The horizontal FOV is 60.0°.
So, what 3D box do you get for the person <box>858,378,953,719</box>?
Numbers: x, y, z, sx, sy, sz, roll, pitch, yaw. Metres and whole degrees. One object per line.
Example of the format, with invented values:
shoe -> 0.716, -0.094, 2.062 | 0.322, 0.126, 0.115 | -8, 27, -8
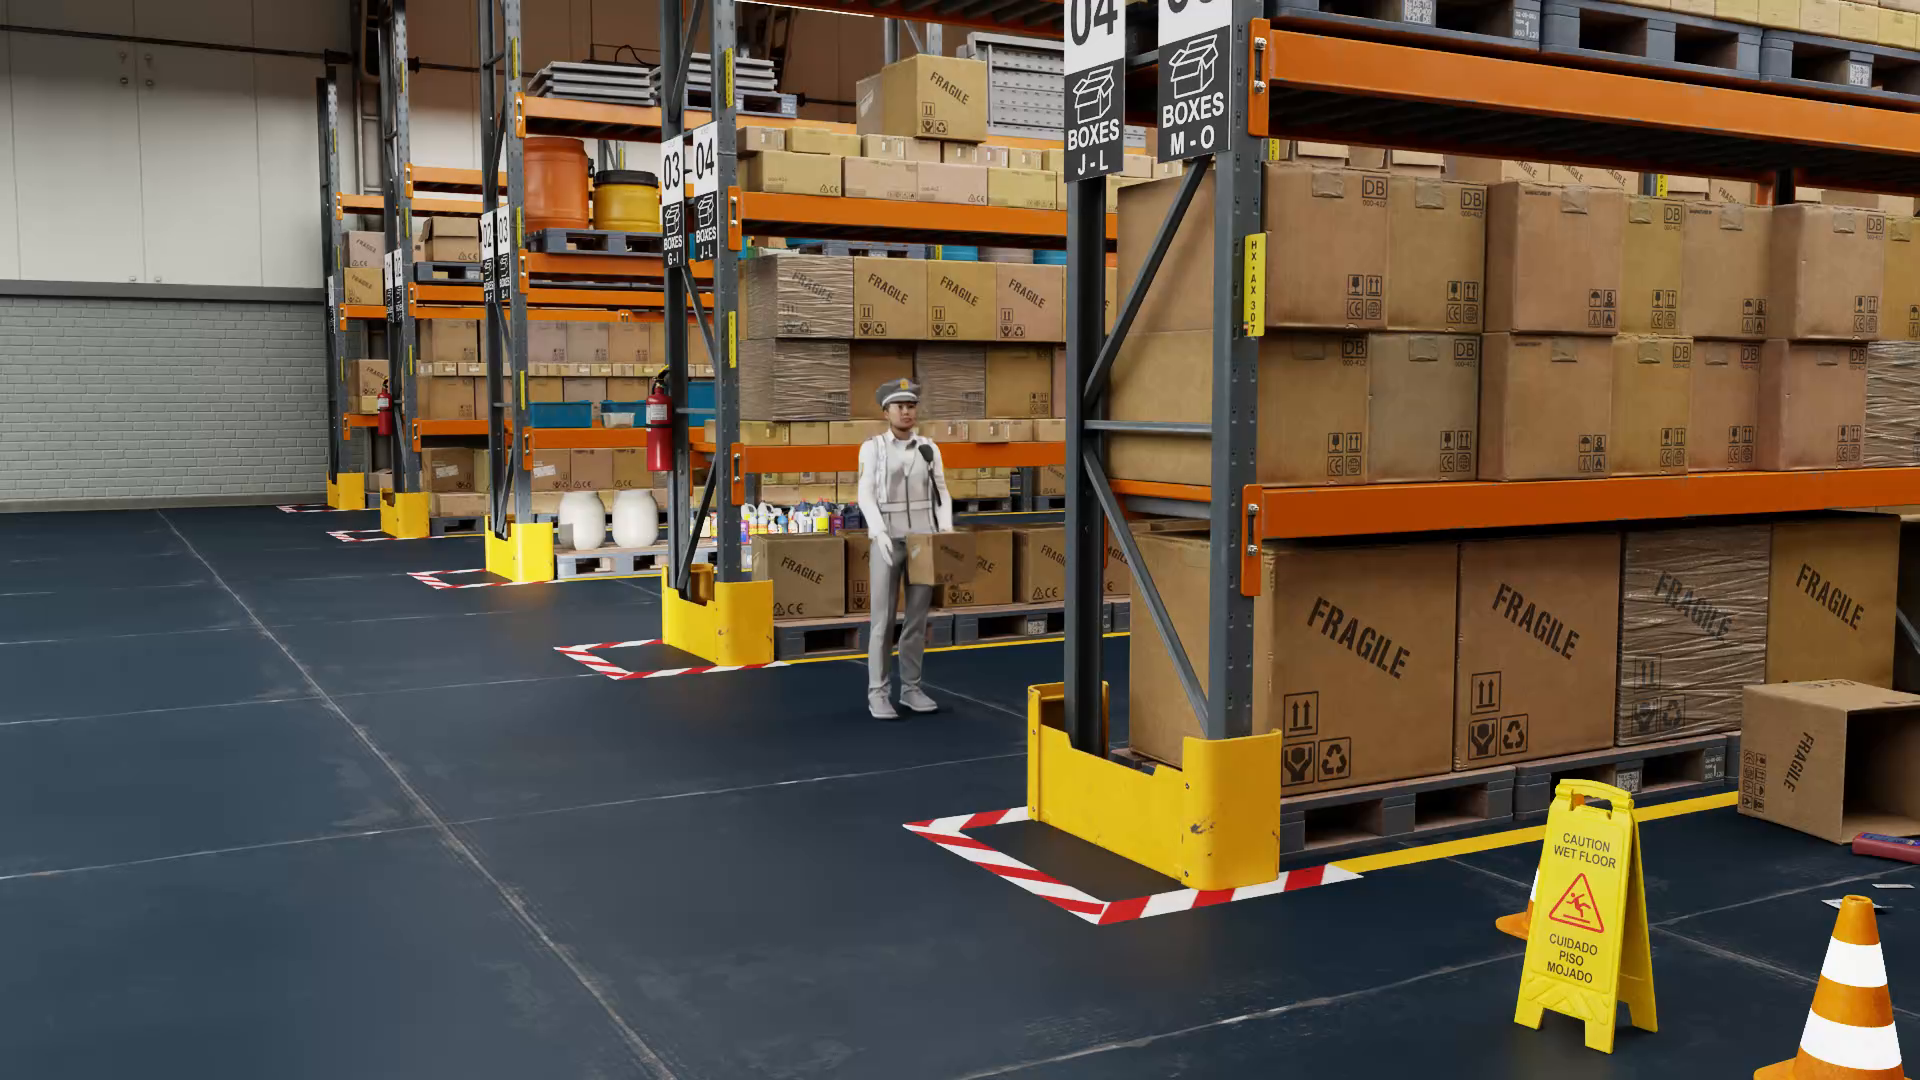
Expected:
person -> -0.272, 0.028, 8.463 | 0.493, 1.701, 0.486 | -2, 5, -19
